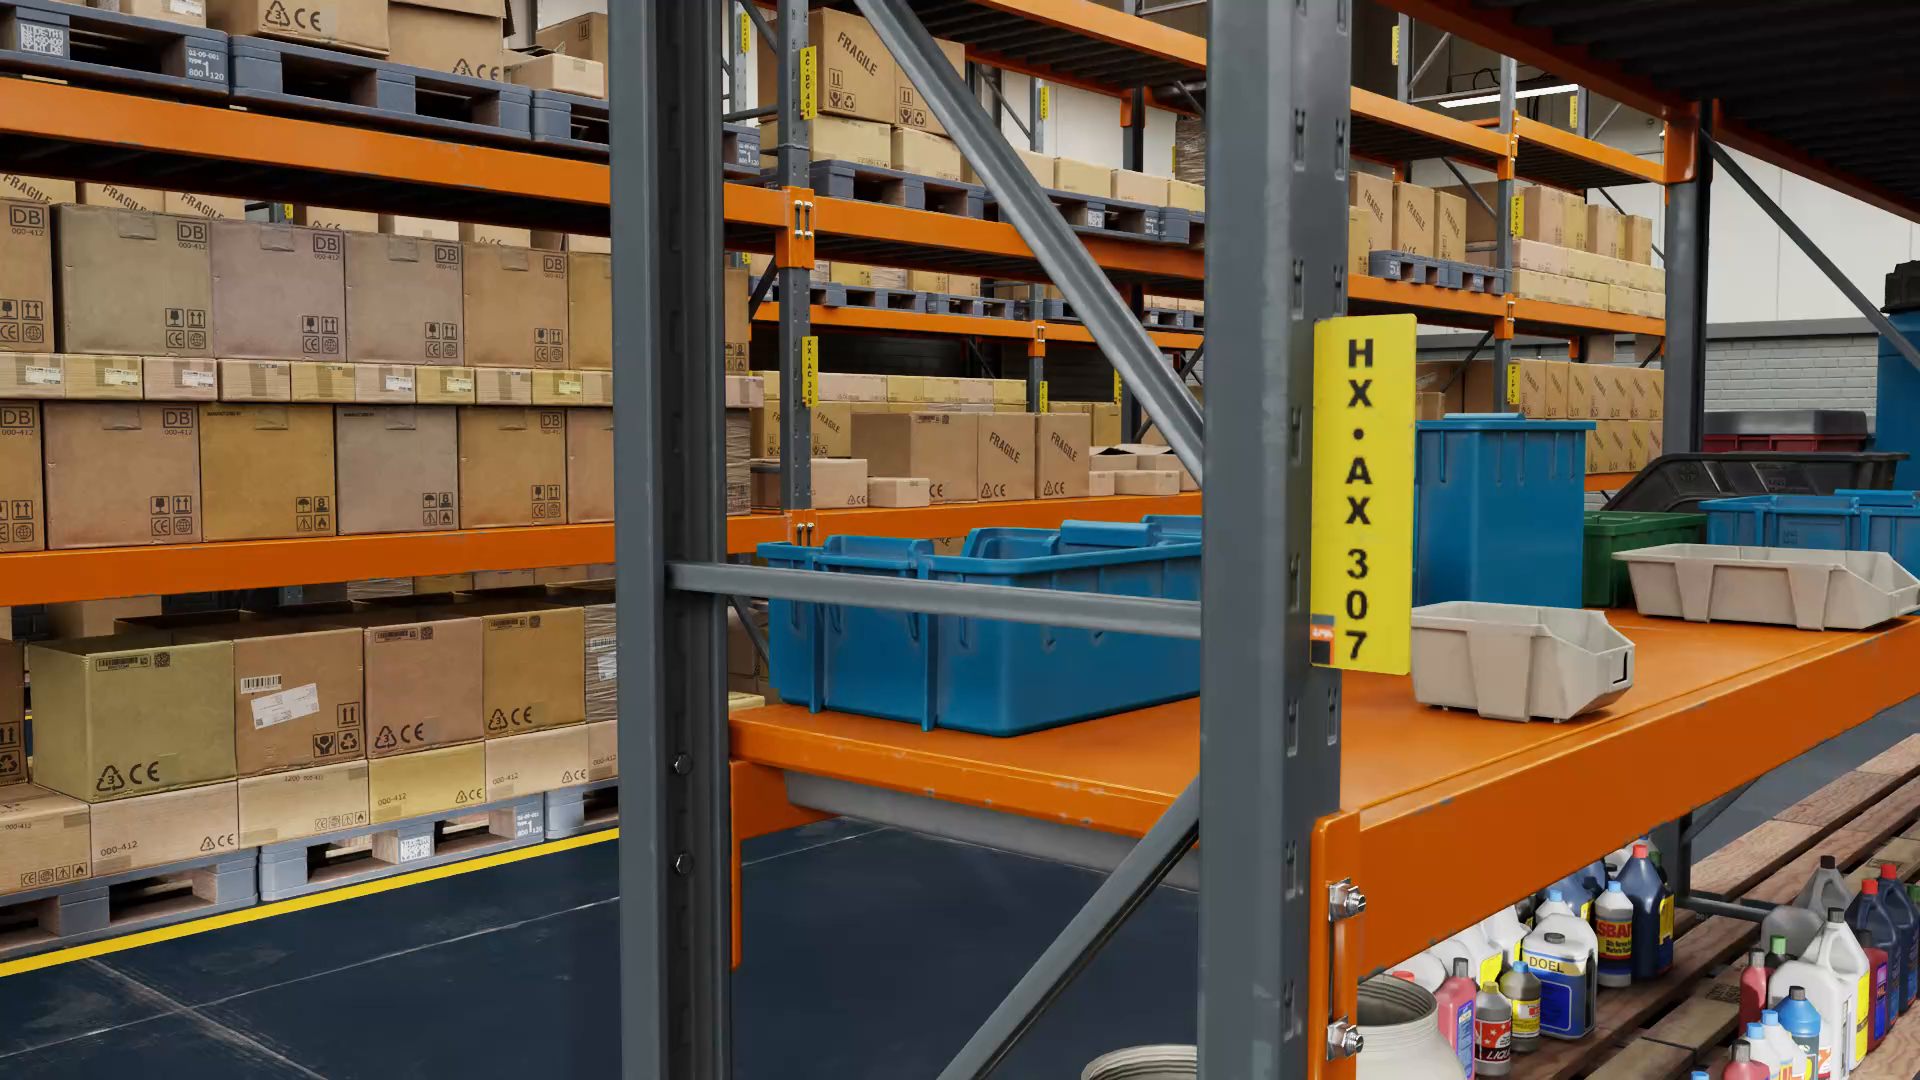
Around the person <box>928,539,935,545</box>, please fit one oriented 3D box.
[{"bbox_3d":[-0.394,-0.033,14.238,0.459,1.593,0.372,3,5,40],"label":"person"}]
